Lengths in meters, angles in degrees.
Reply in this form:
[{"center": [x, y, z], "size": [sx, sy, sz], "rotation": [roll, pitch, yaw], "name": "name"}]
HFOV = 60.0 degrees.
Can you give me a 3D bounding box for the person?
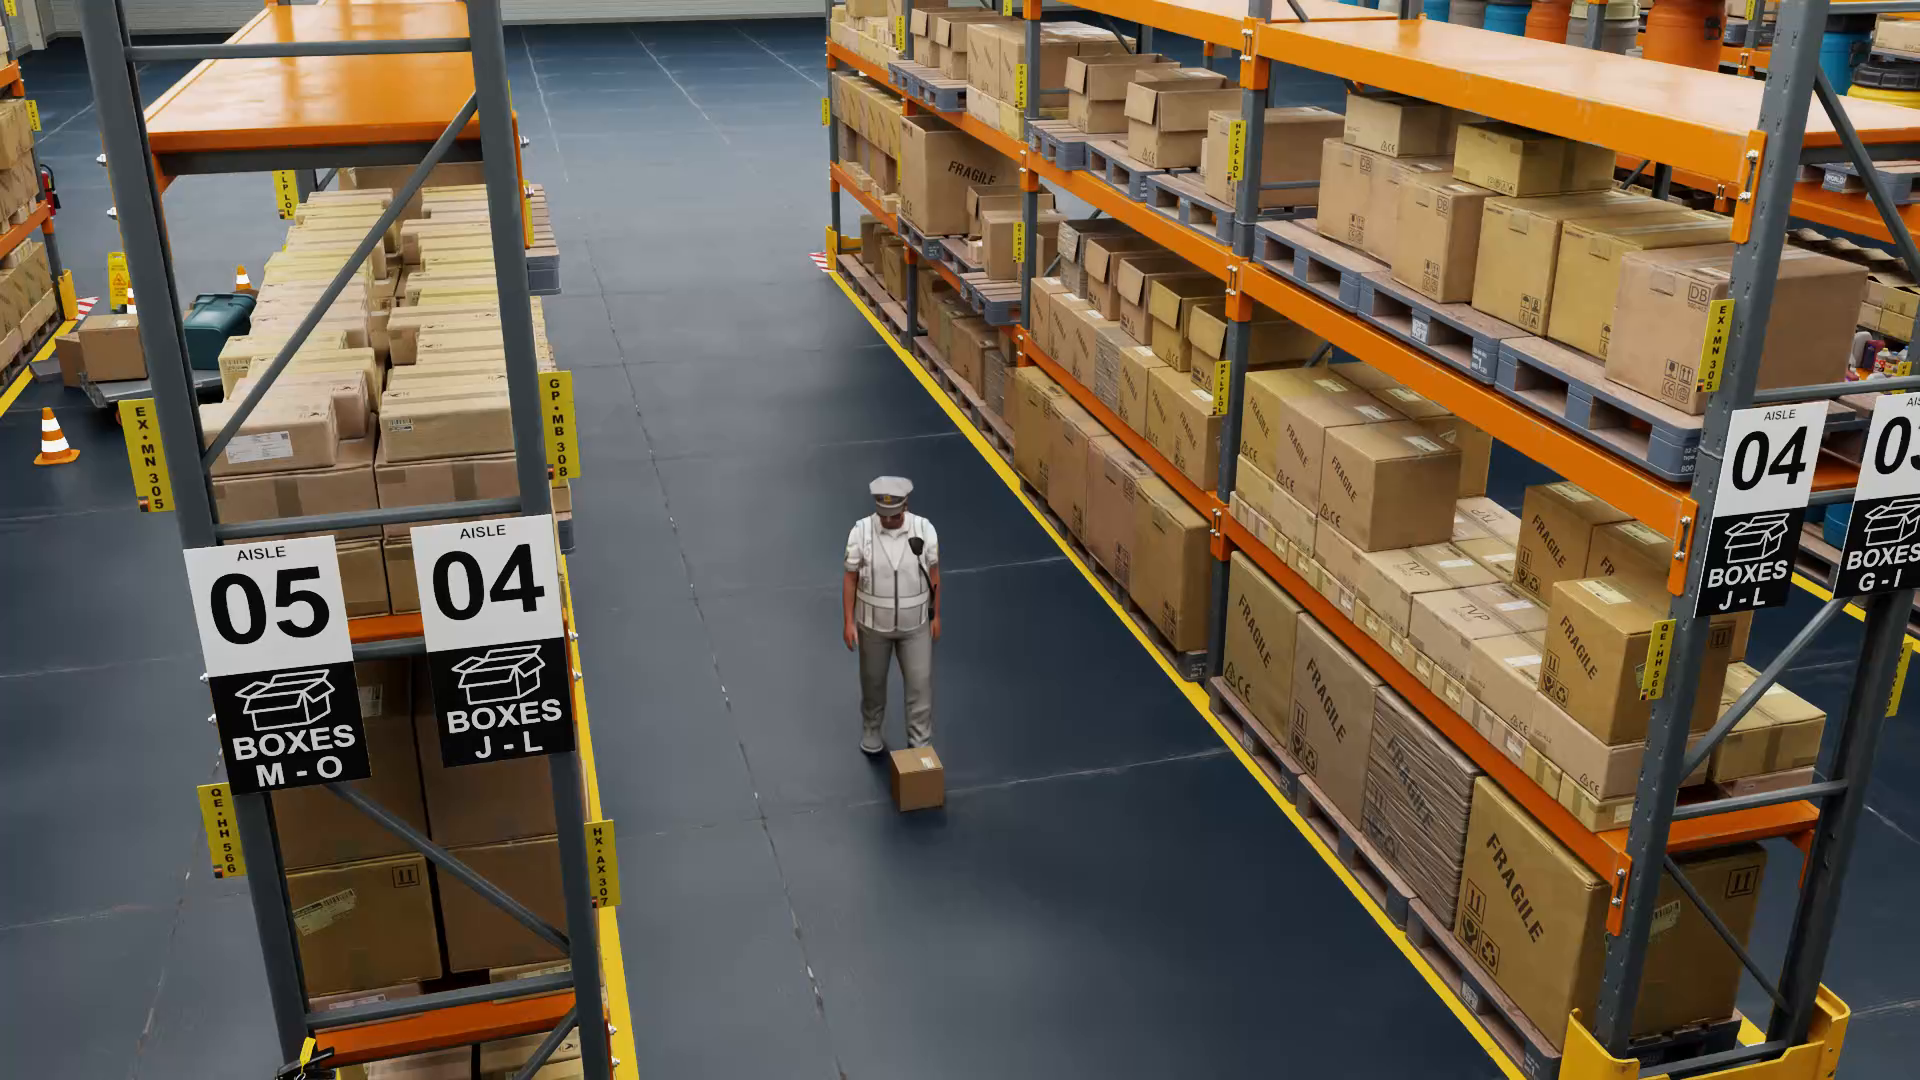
[{"center": [-0.375, 0.493, 9.483], "size": [0.568, 1.728, 0.736], "rotation": [-3, 23, -7], "name": "person"}]
